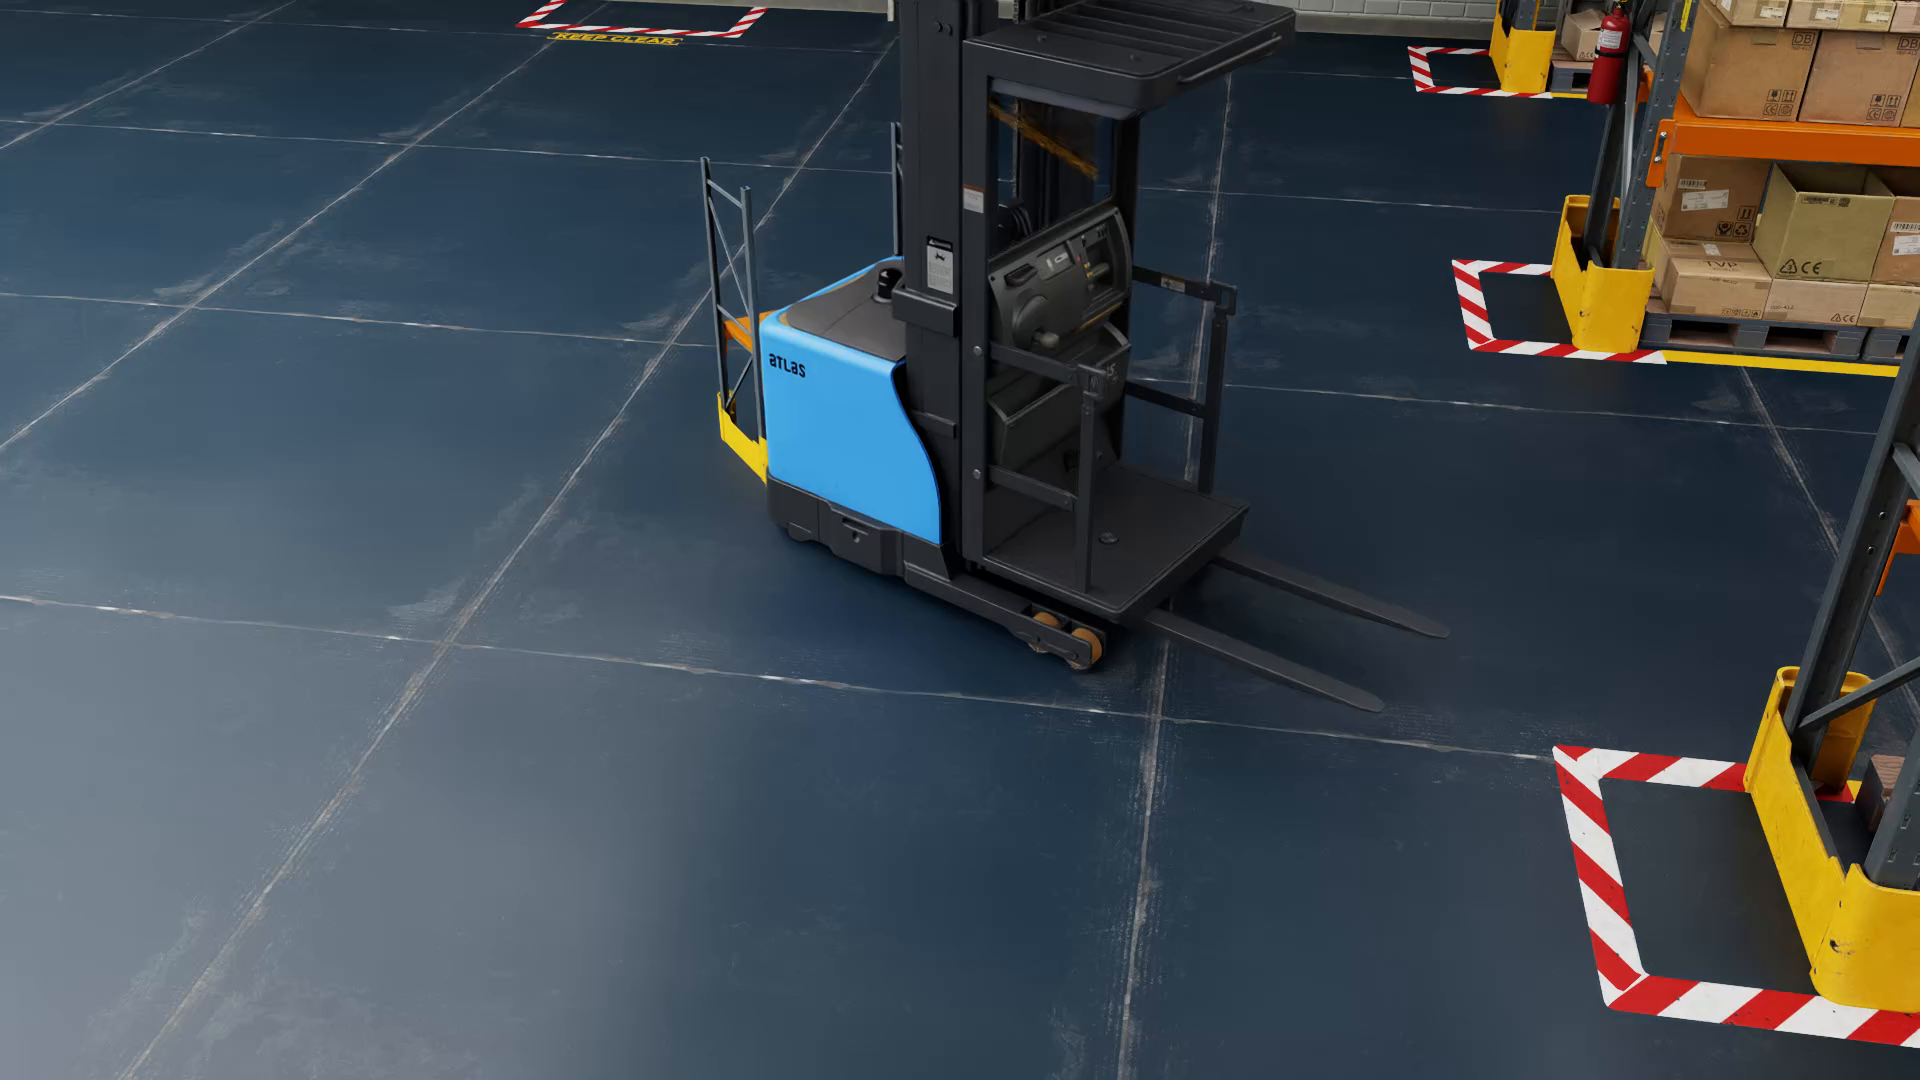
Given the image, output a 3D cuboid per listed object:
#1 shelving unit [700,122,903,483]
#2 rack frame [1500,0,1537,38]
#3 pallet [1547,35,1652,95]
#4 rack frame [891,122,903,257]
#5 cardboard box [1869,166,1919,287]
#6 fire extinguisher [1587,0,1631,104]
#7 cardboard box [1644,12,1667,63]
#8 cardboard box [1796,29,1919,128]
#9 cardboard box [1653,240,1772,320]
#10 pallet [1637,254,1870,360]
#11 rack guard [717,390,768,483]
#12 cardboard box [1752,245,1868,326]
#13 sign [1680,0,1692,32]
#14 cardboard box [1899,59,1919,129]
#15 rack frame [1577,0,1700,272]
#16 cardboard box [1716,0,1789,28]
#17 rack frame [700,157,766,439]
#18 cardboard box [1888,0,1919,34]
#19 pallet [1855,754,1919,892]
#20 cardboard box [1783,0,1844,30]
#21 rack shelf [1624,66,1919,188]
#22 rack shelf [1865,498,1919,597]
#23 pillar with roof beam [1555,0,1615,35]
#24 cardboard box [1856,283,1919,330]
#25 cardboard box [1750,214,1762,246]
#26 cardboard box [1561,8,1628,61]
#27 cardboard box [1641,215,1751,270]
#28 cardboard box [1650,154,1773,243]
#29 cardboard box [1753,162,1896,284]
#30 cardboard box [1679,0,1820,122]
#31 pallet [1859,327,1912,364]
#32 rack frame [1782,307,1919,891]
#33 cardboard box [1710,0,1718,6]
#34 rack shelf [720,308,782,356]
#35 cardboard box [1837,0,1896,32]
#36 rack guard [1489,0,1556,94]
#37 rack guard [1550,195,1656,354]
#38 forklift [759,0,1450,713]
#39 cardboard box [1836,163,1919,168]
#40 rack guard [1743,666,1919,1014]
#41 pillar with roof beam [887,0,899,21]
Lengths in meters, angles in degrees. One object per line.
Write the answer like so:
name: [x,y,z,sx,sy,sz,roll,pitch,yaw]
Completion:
shelving unit: [-0.631,-1.184,8.228,1.083,1.500,0.587,-17,36,-26]
rack frame: [4.628,-5.234,13.284,0.127,3.000,1.000,5,32,8]
pallet: [5.498,-3.954,13.868,1.213,0.211,1.003,5,32,8]
rack frame: [-0.201,-1.319,8.444,0.032,1.500,0.500,-17,36,-26]
cardboard box: [5.278,-1.727,9.171,0.500,0.500,0.500,5,32,8]
fire extinguisher: [3.760,-2.863,9.570,0.183,0.674,0.296,5,32,8]
cardboard box: [5.857,-4.121,13.625,0.500,0.311,0.500,8,33,12]
cardboard box: [4.775,-2.592,8.970,0.500,0.500,0.700,6,33,9]
cardboard box: [4.289,-1.491,9.500,0.500,0.250,0.500,5,32,8]
pallet: [4.559,-1.414,9.810,1.213,0.211,1.003,5,32,8]
rack guard: [-1.059,-0.519,8.344,0.087,0.250,0.587,-17,36,-26]
cardboard box: [4.783,-1.448,9.432,0.500,0.250,0.500,5,32,8]
sign: [3.699,-2.753,8.431,0.005,0.325,0.100,5,32,8]
cardboard box: [5.263,-2.545,8.894,0.500,0.500,0.700,5,32,9]
rack frame: [3.798,-2.642,9.144,0.127,3.000,1.000,5,32,8]
cardboard box: [4.149,-2.812,8.710,0.250,0.149,0.380,5,32,8]
rack frame: [-1.076,-1.044,8.004,0.032,1.500,0.500,-17,36,-26]
cardboard box: [4.903,-2.743,8.600,0.250,0.149,0.380,5,32,7]
pallet: [3.844,1.187,5.654,1.213,0.211,1.003,5,32,8]
cardboard box: [4.409,-2.790,8.674,0.250,0.149,0.380,4,32,7]
rack shelf: [5.770,-2.159,9.050,4.000,0.370,1.077,5,32,8]
rack shelf: [4.933,0.431,4.912,4.000,0.370,1.077,5,32,8]
pillar with roof beam: [4.739,-5.915,8.718,0.400,9.000,9.100,5,32,8]
cardboard box: [5.276,-1.403,9.360,0.500,0.250,0.500,5,32,8]
cardboard box: [4.871,-1.723,9.872,0.500,0.250,0.500,5,32,8]
cardboard box: [5.295,-4.171,13.707,0.500,0.311,0.500,2,32,3]
cardboard box: [4.376,-1.762,9.933,0.500,0.250,0.500,5,32,8]
cardboard box: [4.377,-2.081,9.736,0.500,0.500,0.500,5,32,8]
cardboard box: [4.782,-1.765,9.231,0.500,0.500,0.500,5,32,8]
cardboard box: [4.256,-2.636,9.041,0.500,0.500,0.700,5,32,8]
pallet: [5.758,-1.304,9.634,1.213,0.211,1.003,5,32,8]
rack frame: [2.961,-0.052,5.006,0.127,3.000,1.000,5,32,8]
cardboard box: [4.207,-3.025,9.050,0.250,0.149,0.380,5,32,7]
rack shelf: [-0.639,-1.029,8.319,1.000,0.185,0.538,-17,36,-26]
cardboard box: [4.655,-2.767,8.638,0.250,0.149,0.380,5,32,8]
rack guard: [4.703,-4.167,13.936,0.348,0.500,1.175,5,32,8]
rack guard: [3.774,-1.585,9.811,0.348,0.500,1.175,5,32,8]
forklift: [0.581,-1.027,6.628,3.031,2.935,1.130,22,38,31]
cardboard box: [5.365,-1.999,9.605,0.500,0.500,0.500,5,32,8]
rack guard: [3.044,0.990,5.698,0.348,0.500,1.175,5,32,8]
pillar with roof beam: [-1.175,-6.450,9.574,0.400,9.000,9.100,5,32,8]
